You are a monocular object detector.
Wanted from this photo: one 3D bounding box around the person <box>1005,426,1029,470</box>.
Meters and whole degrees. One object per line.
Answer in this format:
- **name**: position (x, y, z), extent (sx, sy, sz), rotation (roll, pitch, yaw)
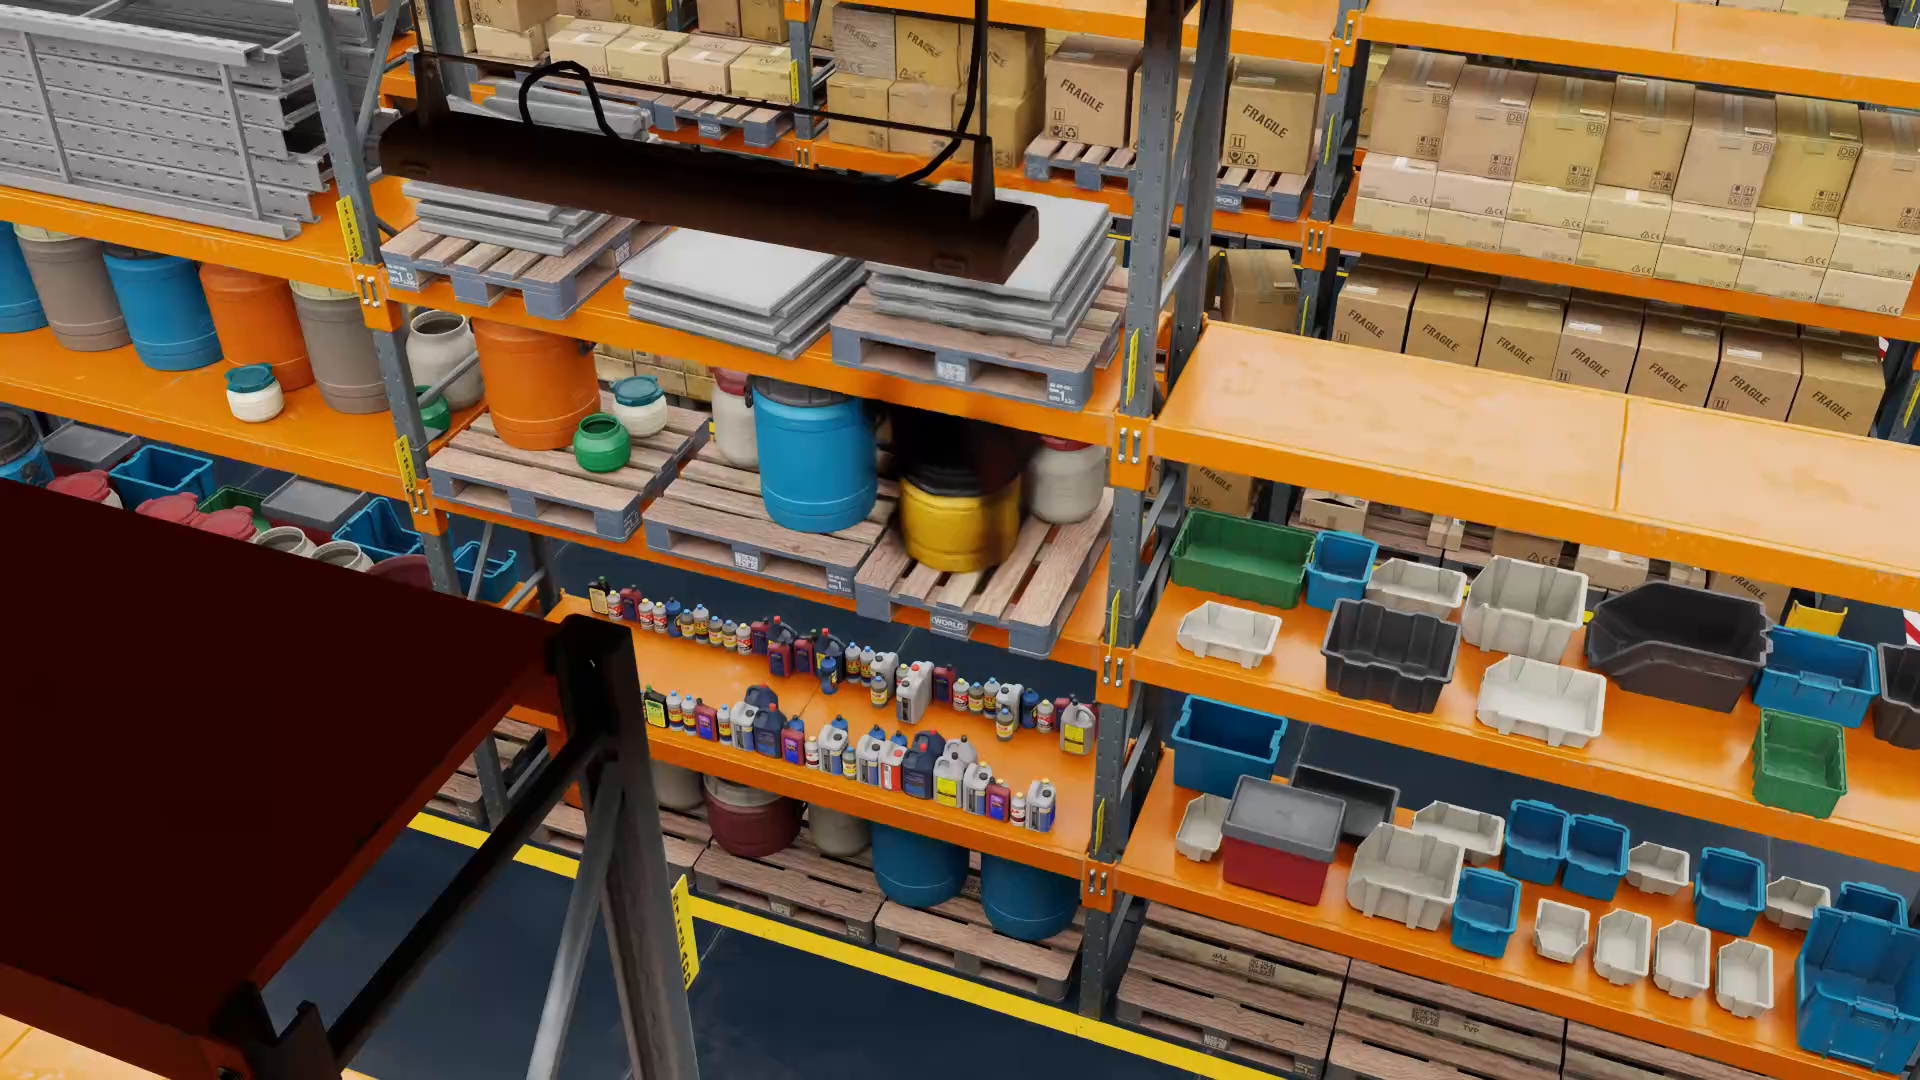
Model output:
- **person**: position (0.386, -0.183, 11.790), extent (0.755, 1.752, 0.512), rotation (10, 38, 13)
